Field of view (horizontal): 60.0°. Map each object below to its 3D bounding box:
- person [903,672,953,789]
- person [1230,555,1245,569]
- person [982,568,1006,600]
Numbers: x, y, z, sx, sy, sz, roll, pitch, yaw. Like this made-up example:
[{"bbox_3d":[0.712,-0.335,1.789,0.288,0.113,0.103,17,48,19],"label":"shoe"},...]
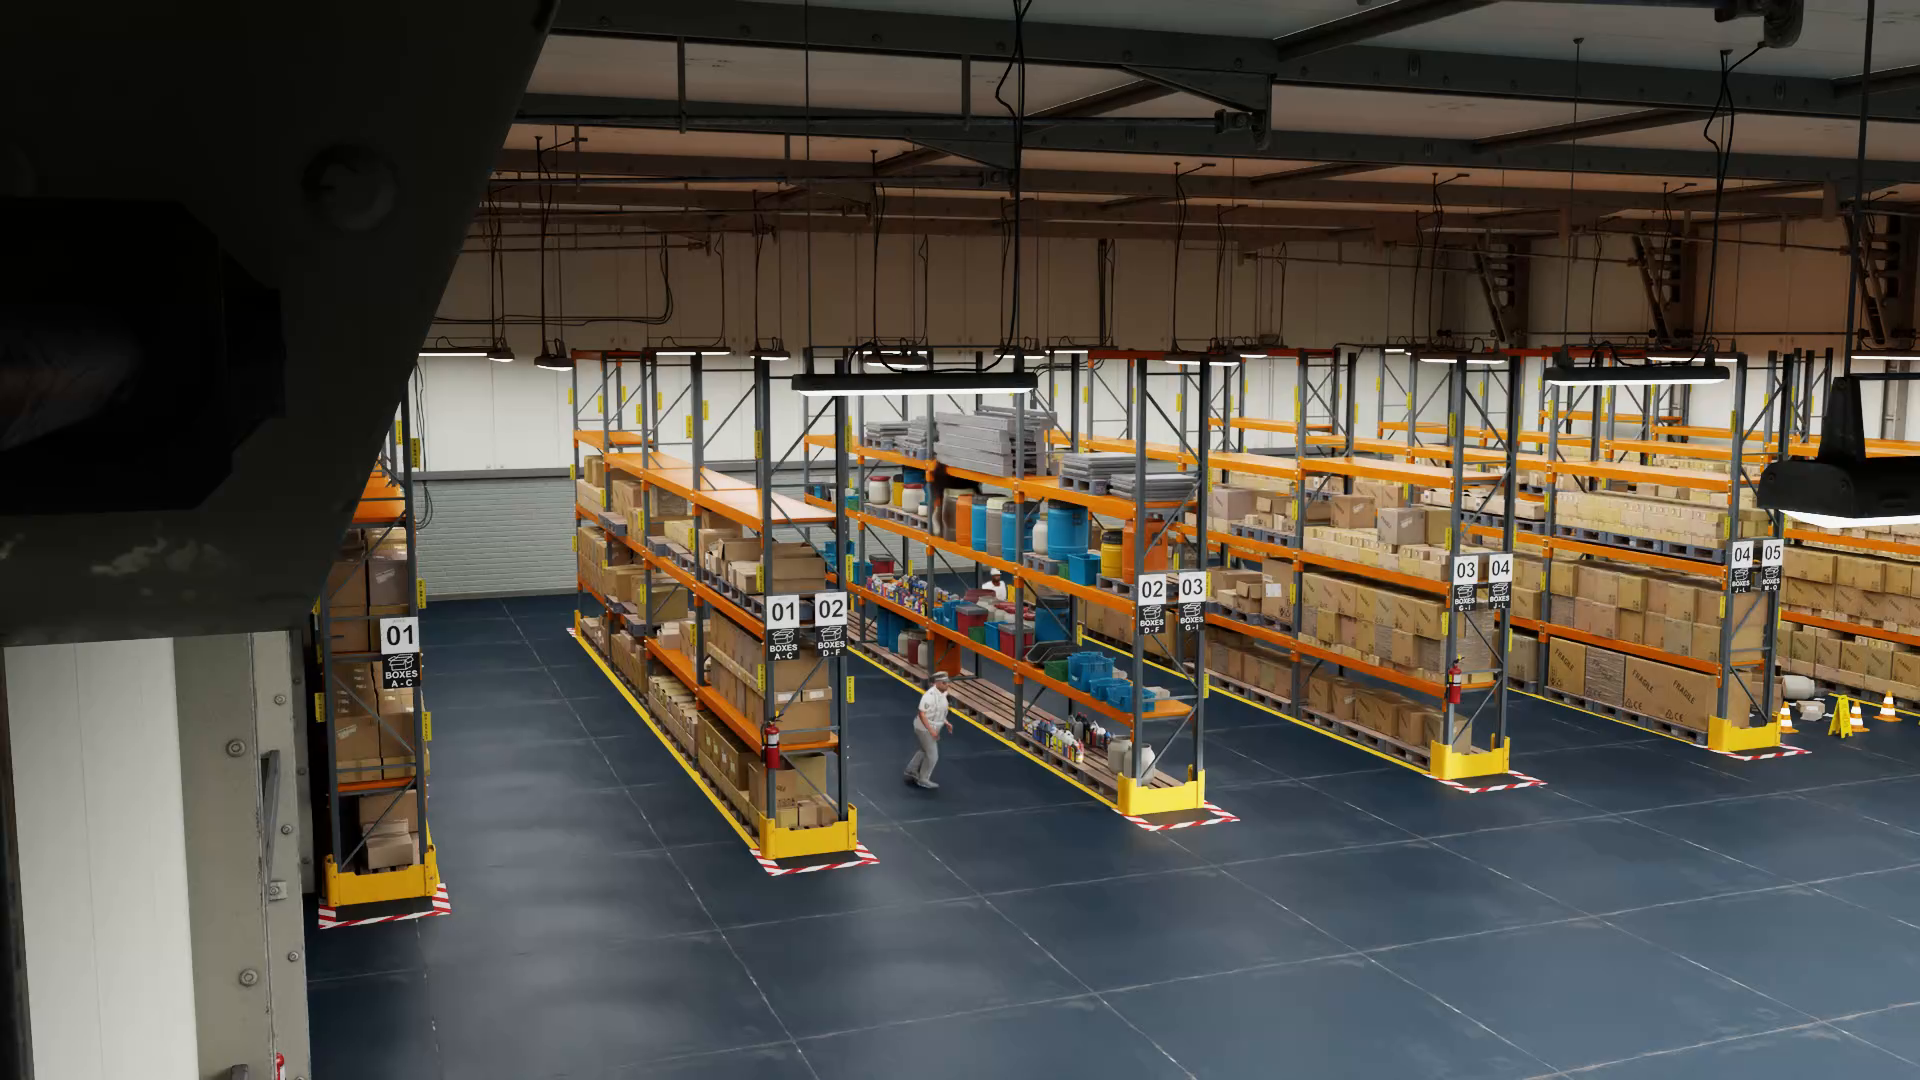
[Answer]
[{"bbox_3d":[-0.482,2.632,23.208,0.800,1.712,0.681,3,8,21],"label":"person"},{"bbox_3d":[6.874,0.132,42.543,0.951,1.761,0.708,-6,9,-41],"label":"person"},{"bbox_3d":[0.697,1.391,32.428,0.676,1.726,0.827,-4,8,-29],"label":"person"}]
